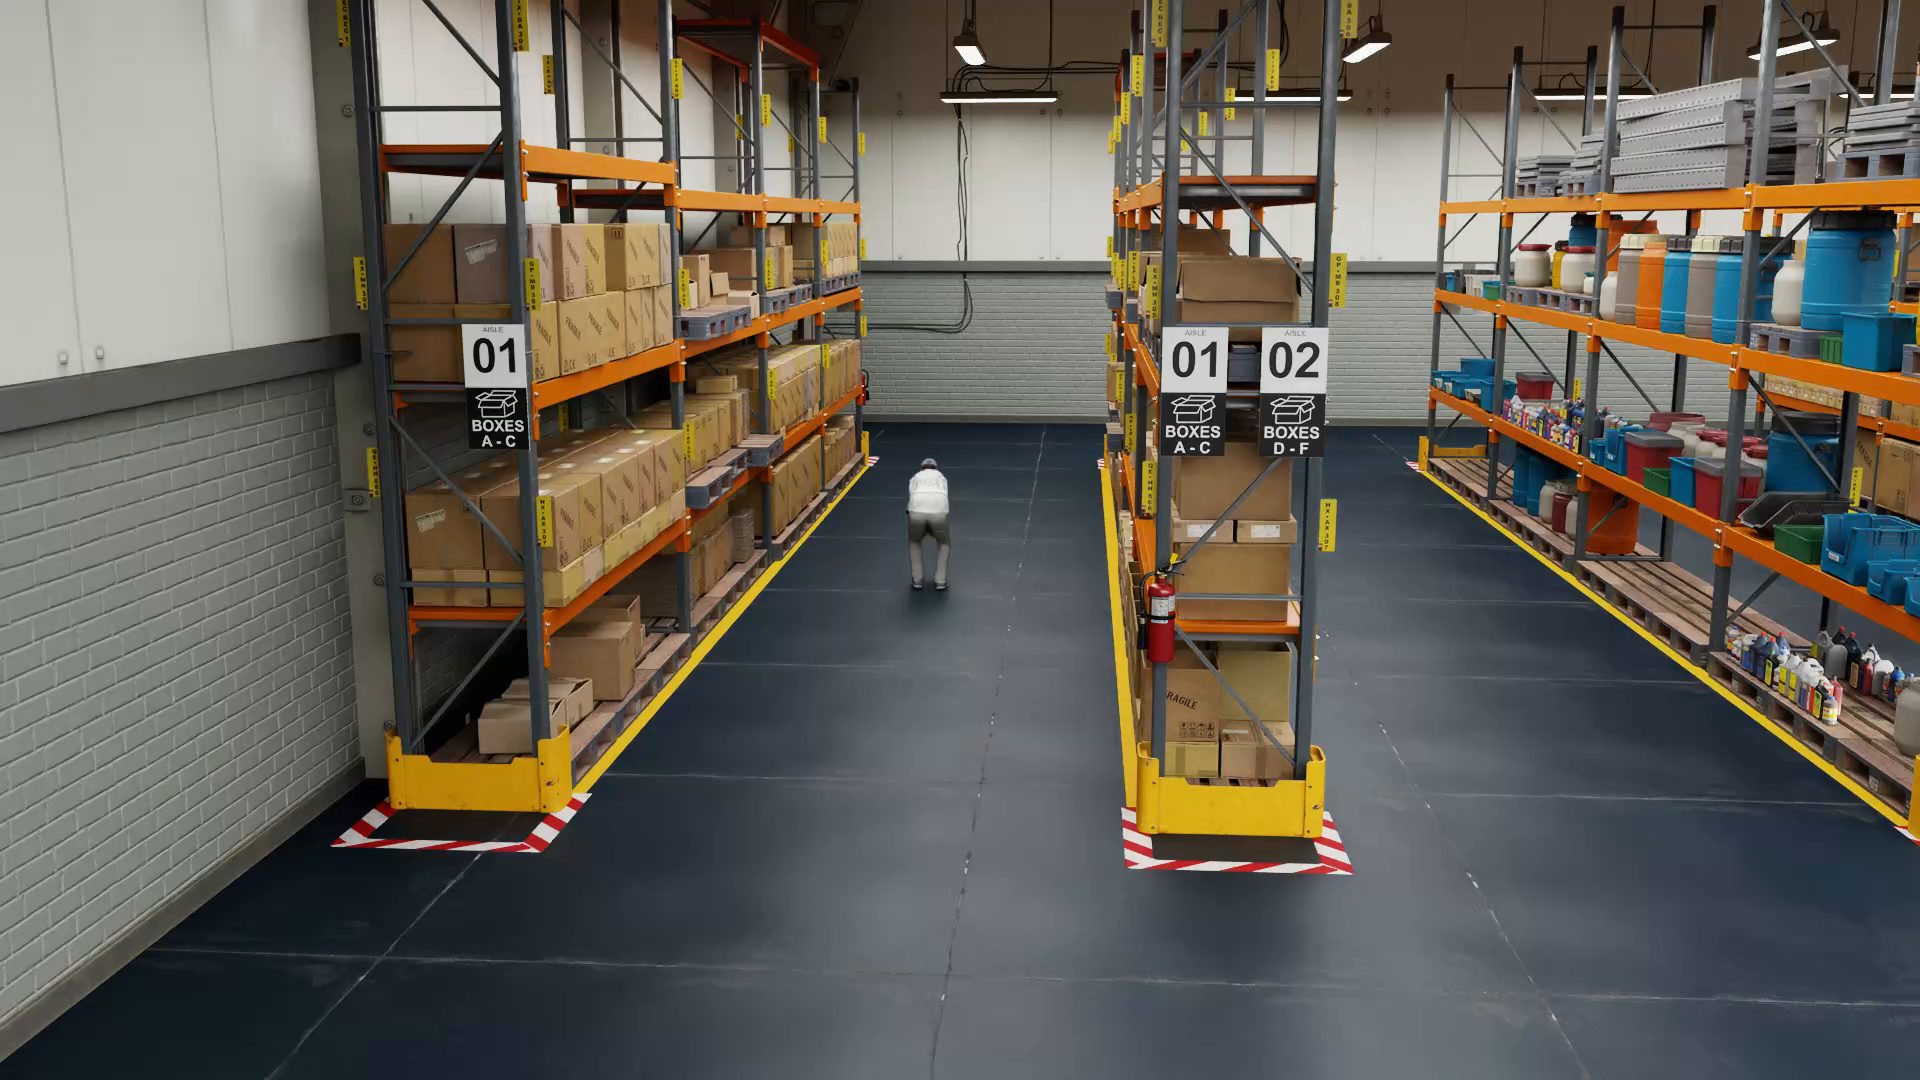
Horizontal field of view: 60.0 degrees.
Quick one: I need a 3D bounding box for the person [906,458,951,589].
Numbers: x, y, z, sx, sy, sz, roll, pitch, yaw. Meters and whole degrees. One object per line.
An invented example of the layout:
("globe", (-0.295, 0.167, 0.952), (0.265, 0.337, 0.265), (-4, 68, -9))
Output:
("person", (-0.325, -0.170, 17.732), (0.465, 1.325, 0.872), (0, 11, 2))
